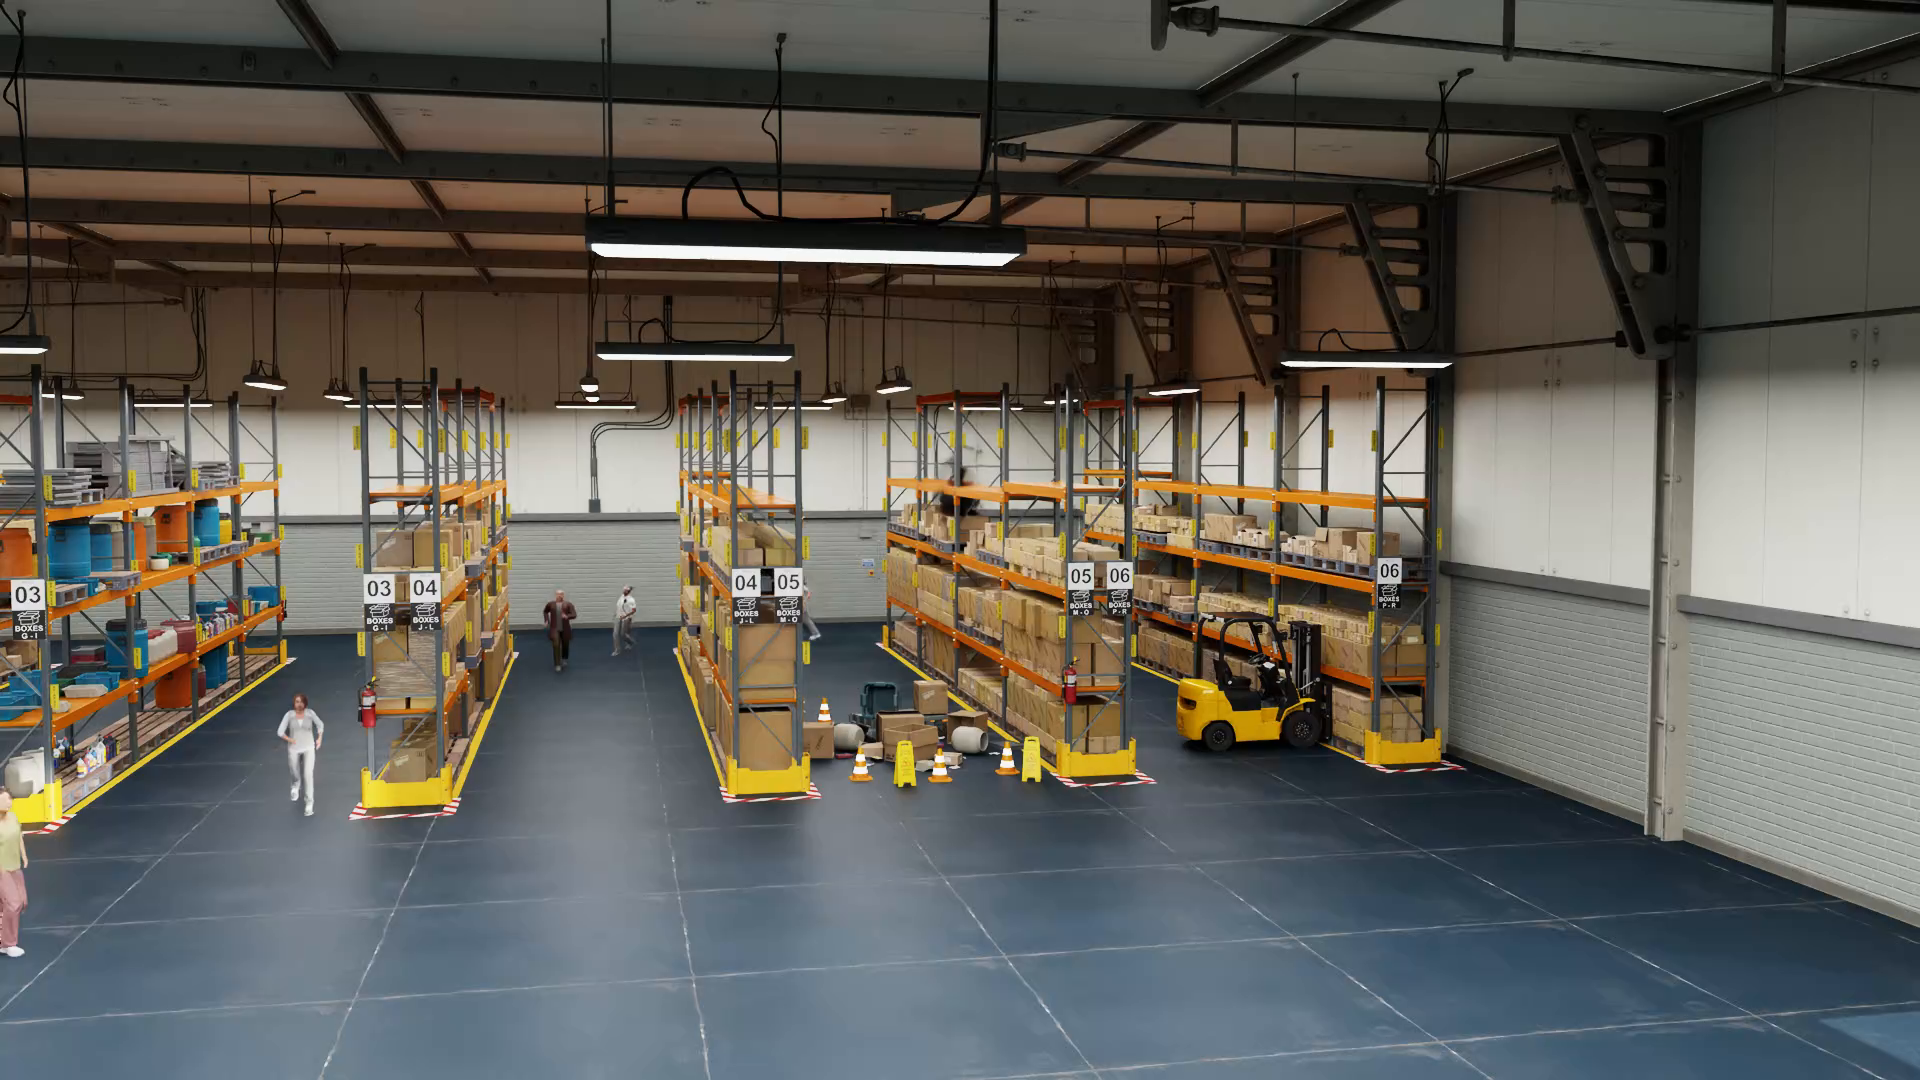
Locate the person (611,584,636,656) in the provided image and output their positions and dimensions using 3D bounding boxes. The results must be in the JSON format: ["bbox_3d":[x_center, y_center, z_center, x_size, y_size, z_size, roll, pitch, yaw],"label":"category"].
[{"bbox_3d":[-7.831,1.870,39.013,0.614,1.668,0.710,2,4,31],"label":"person"}]

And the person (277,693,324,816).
[{"bbox_3d":[-8.920,2.870,22.521,0.589,1.611,0.819,-1,4,-22],"label":"person"}]

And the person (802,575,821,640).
[{"bbox_3d":[-3.883,1.718,41.219,0.876,1.697,0.572,0,3,-6],"label":"person"}]

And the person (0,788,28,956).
[{"bbox_3d":[-9.415,3.230,16.243,0.642,1.622,0.605,1,4,14],"label":"person"}]

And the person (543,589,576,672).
[{"bbox_3d":[-8.689,1.947,36.103,0.711,1.753,1.055,-1,3,-13],"label":"person"}]
